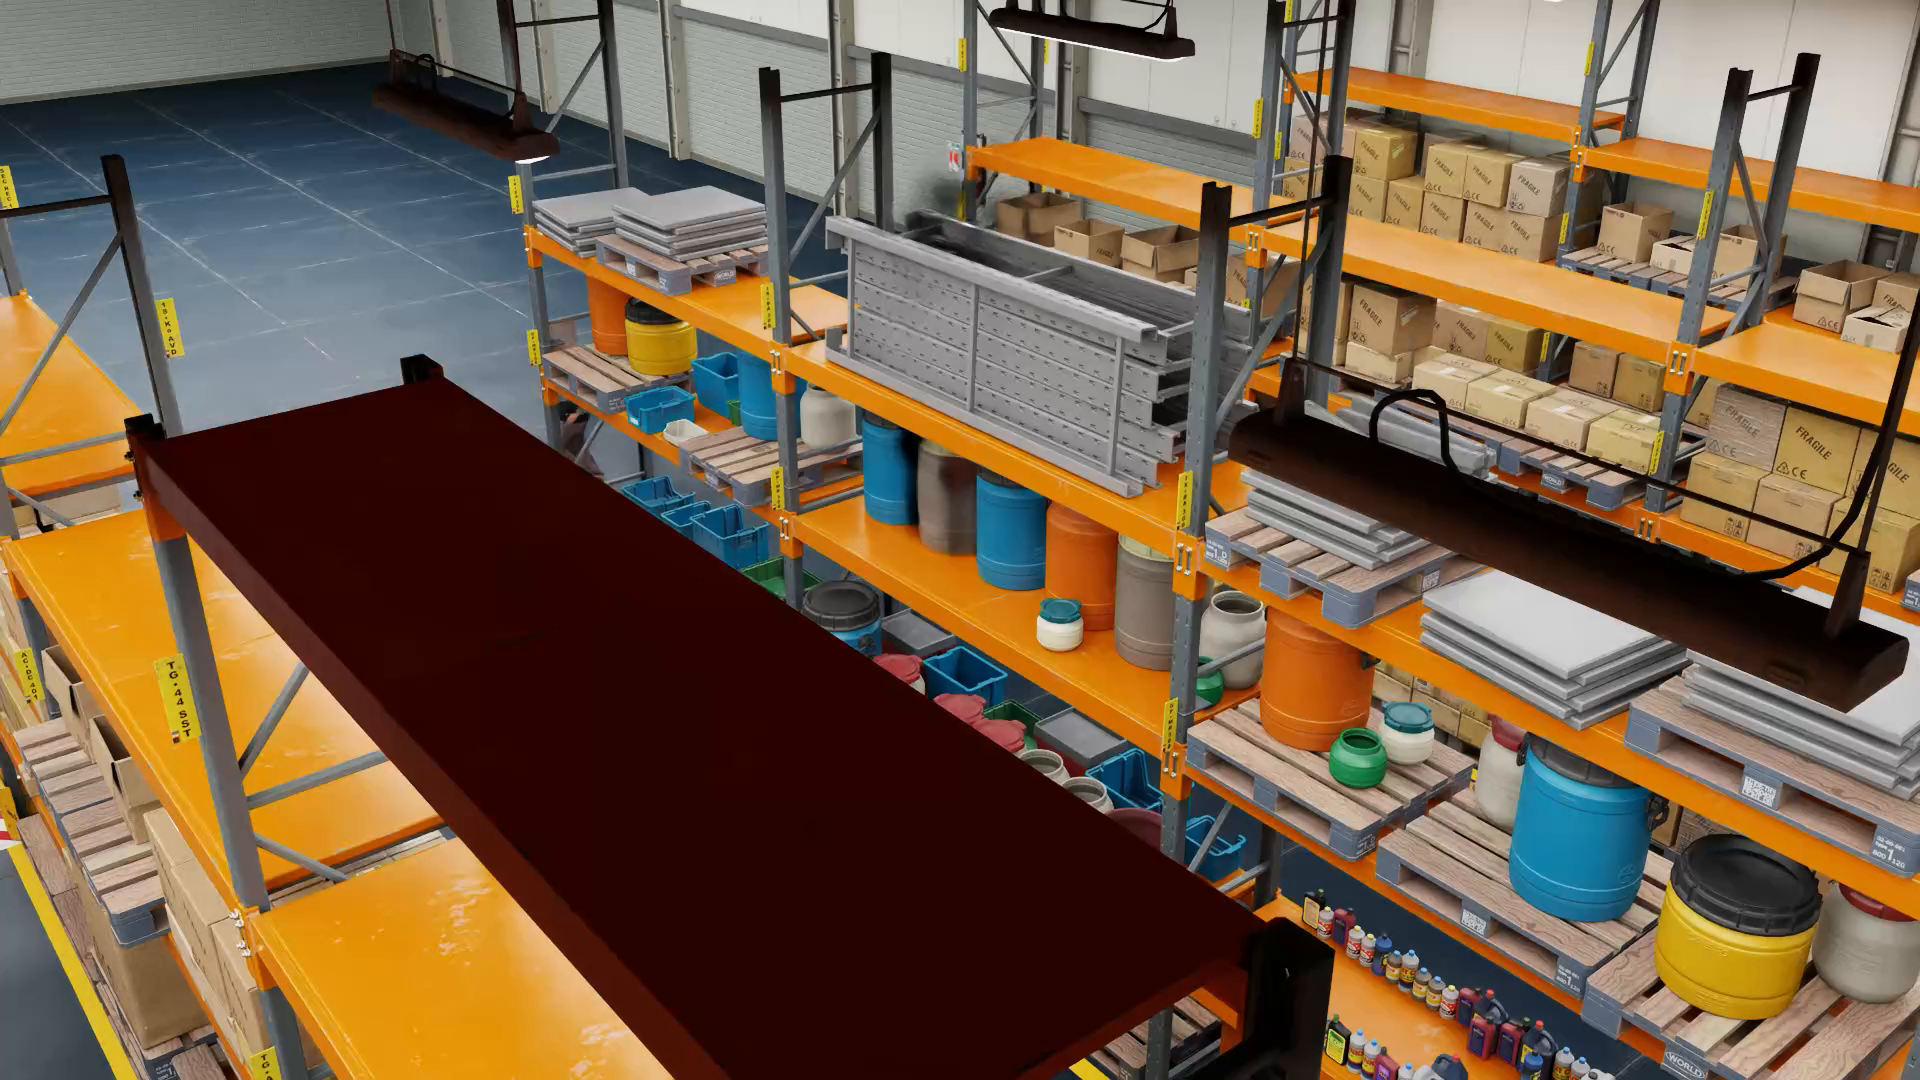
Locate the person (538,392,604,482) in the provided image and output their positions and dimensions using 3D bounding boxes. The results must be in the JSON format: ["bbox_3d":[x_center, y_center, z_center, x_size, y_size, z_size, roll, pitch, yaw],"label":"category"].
[{"bbox_3d":[-4.491,-1.365,19.135,0.651,1.721,0.641,-5,26,-10],"label":"person"}]
